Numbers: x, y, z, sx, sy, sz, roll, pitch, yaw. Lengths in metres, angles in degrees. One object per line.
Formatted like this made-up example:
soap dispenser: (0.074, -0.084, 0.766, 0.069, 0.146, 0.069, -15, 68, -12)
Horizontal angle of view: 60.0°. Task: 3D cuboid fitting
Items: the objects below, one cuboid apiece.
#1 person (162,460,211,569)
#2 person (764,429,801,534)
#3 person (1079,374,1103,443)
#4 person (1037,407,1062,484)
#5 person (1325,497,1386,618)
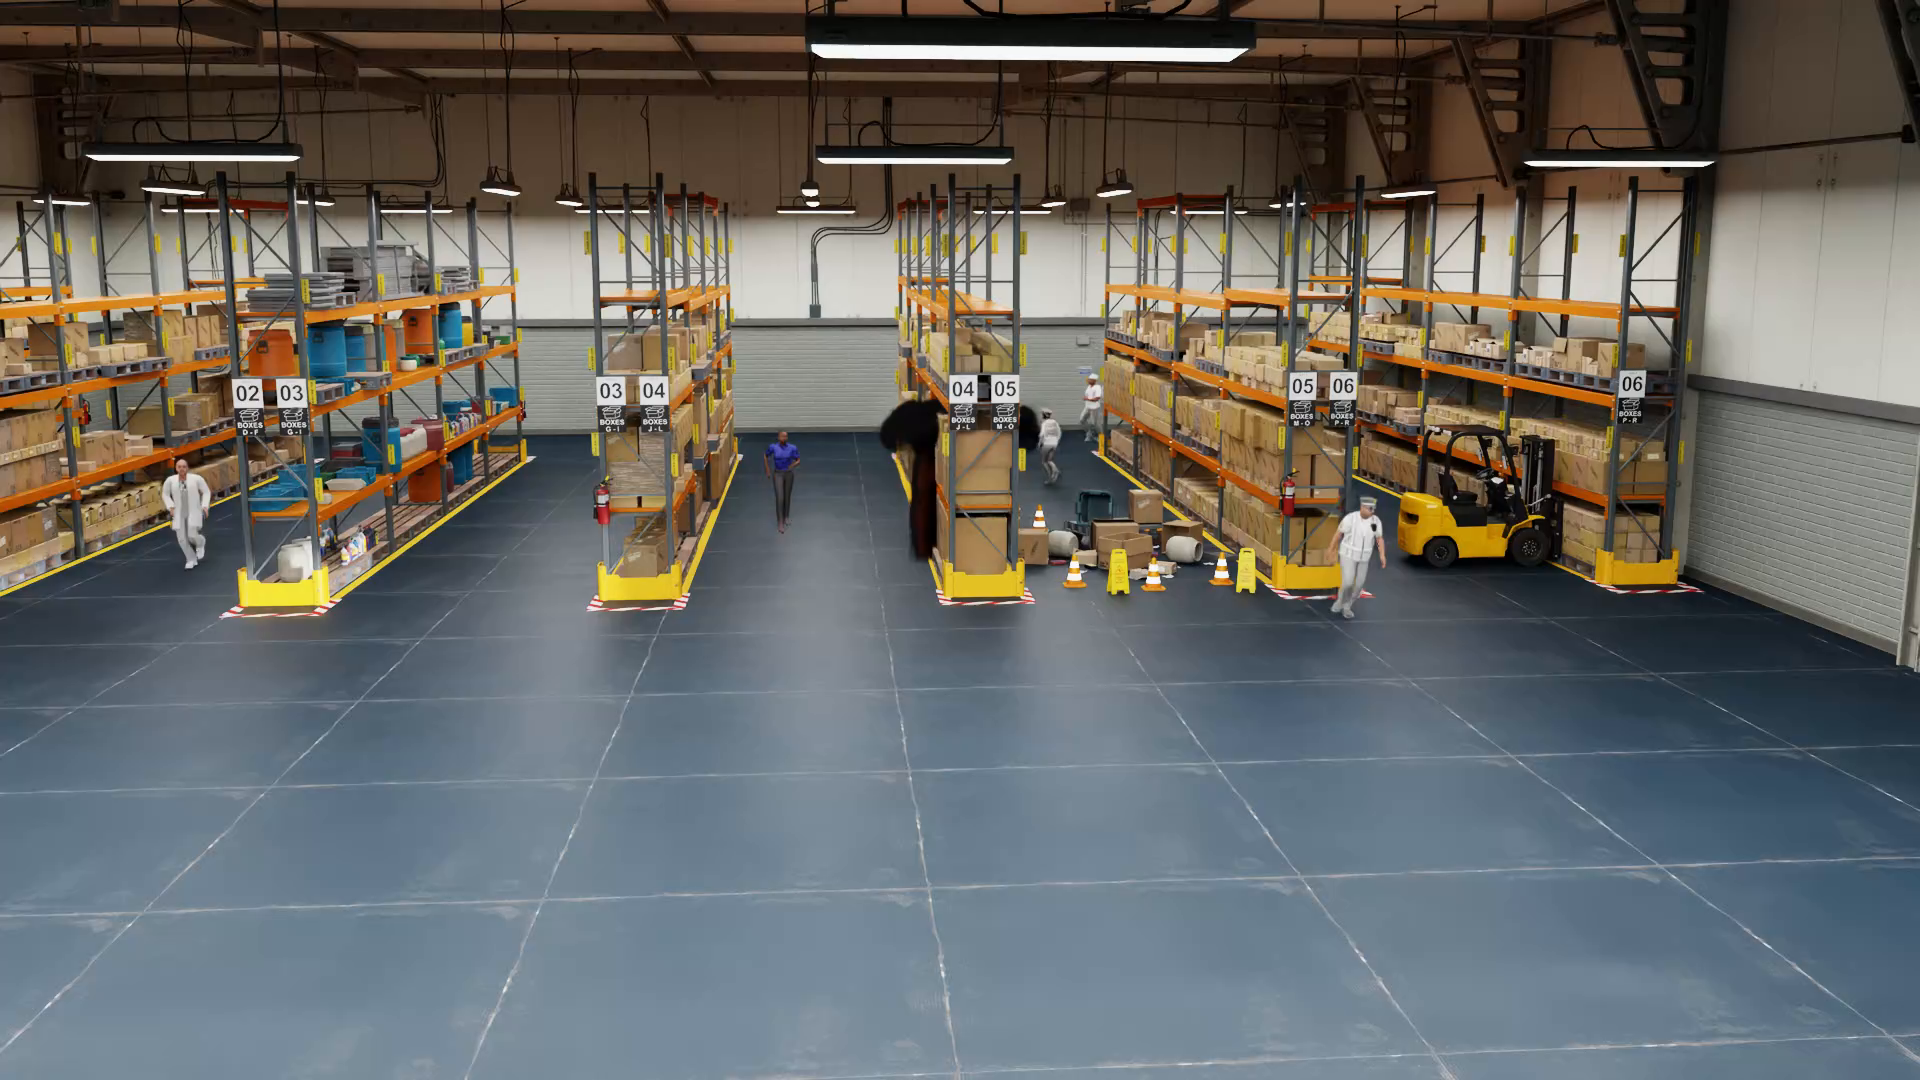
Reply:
person: (-12.143, -0.413, 26.109, 0.687, 1.724, 0.678, -2, 10, -12)
person: (-2.963, -1.012, 27.906, 0.596, 1.717, 0.763, -3, 10, -14)
person: (3.382, -3.385, 42.808, 0.718, 1.789, 0.684, -5, 11, -28)
person: (1.921, -1.980, 35.247, 0.620, 1.634, 0.570, -6, 11, -29)
person: (5.376, 0.237, 22.491, 0.664, 1.702, 0.682, -2, 10, -13)
